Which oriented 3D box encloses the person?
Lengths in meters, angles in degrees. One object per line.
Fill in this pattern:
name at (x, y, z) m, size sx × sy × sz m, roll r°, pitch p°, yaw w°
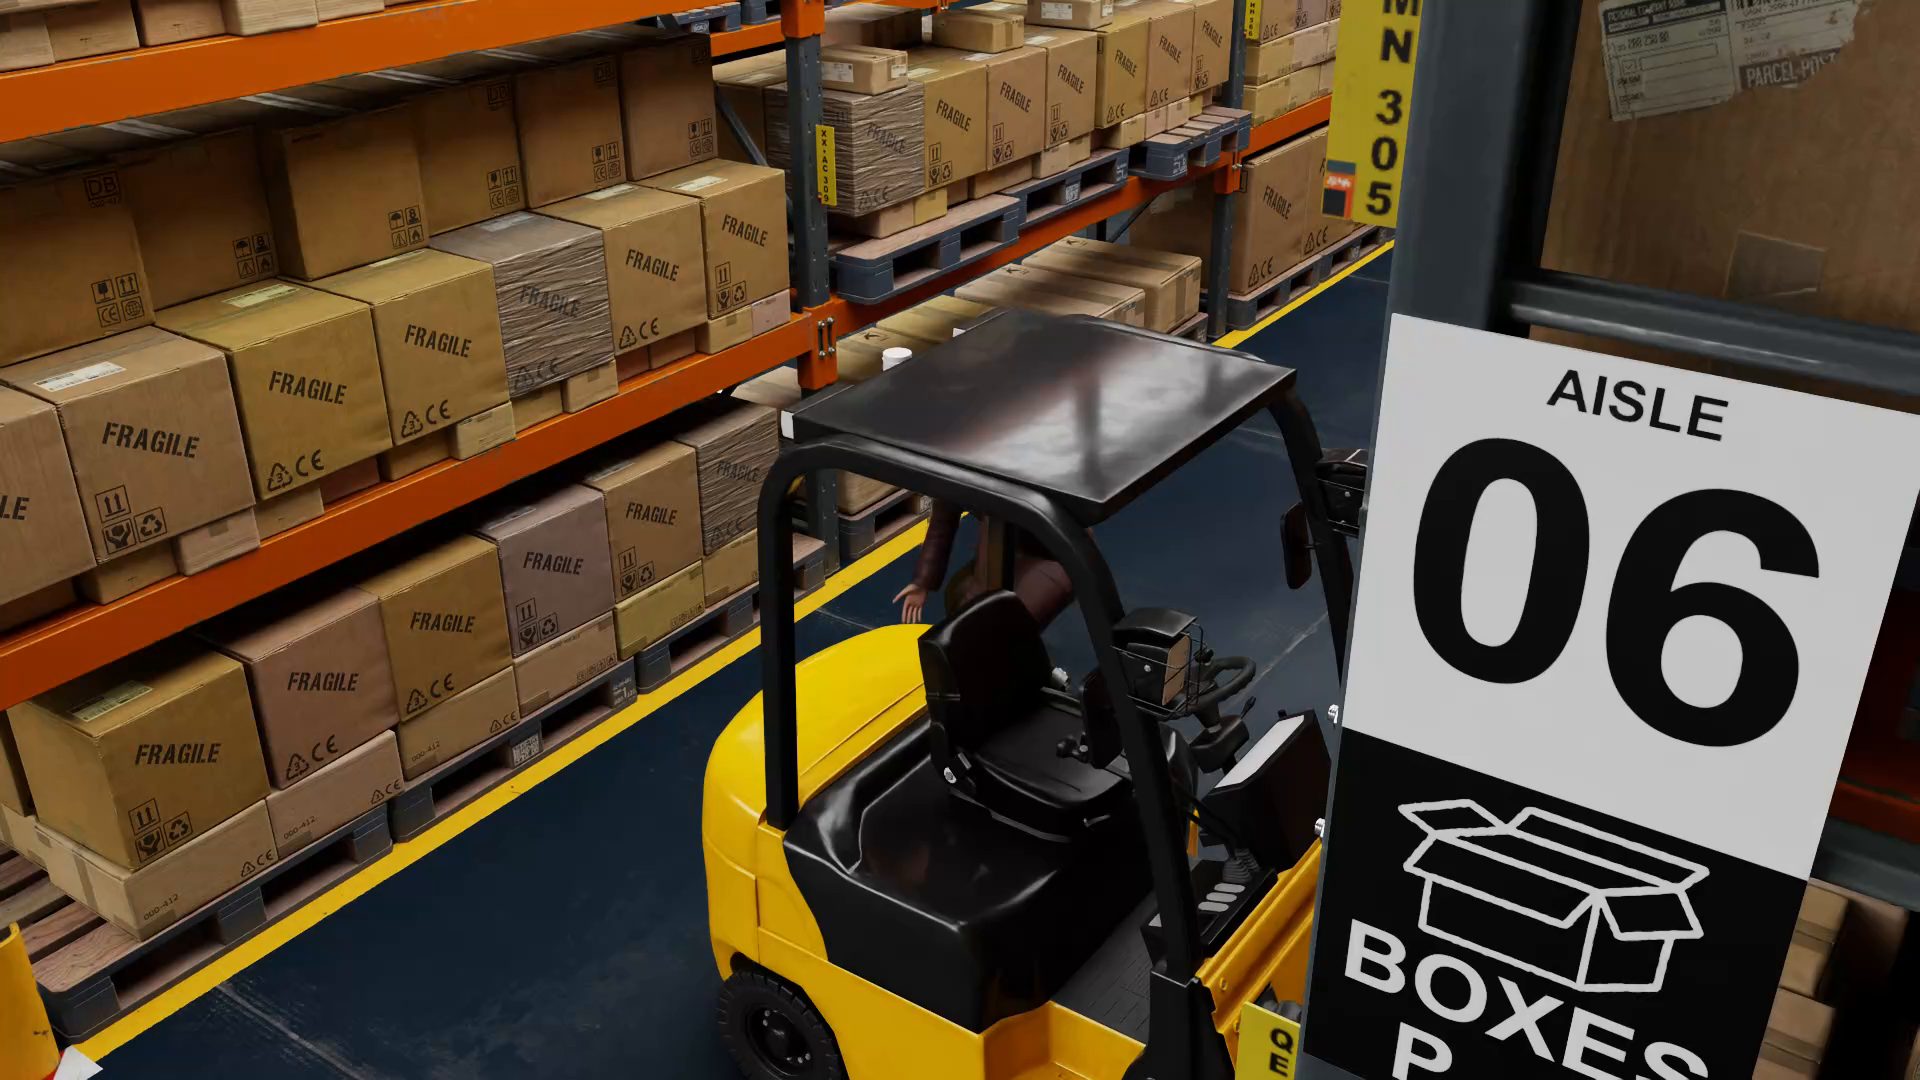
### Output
person at (0.117, 0.222, 6.514) m, size 0.881 × 1.040 × 0.605 m, roll -8°, pitch 28°, yaw -16°
